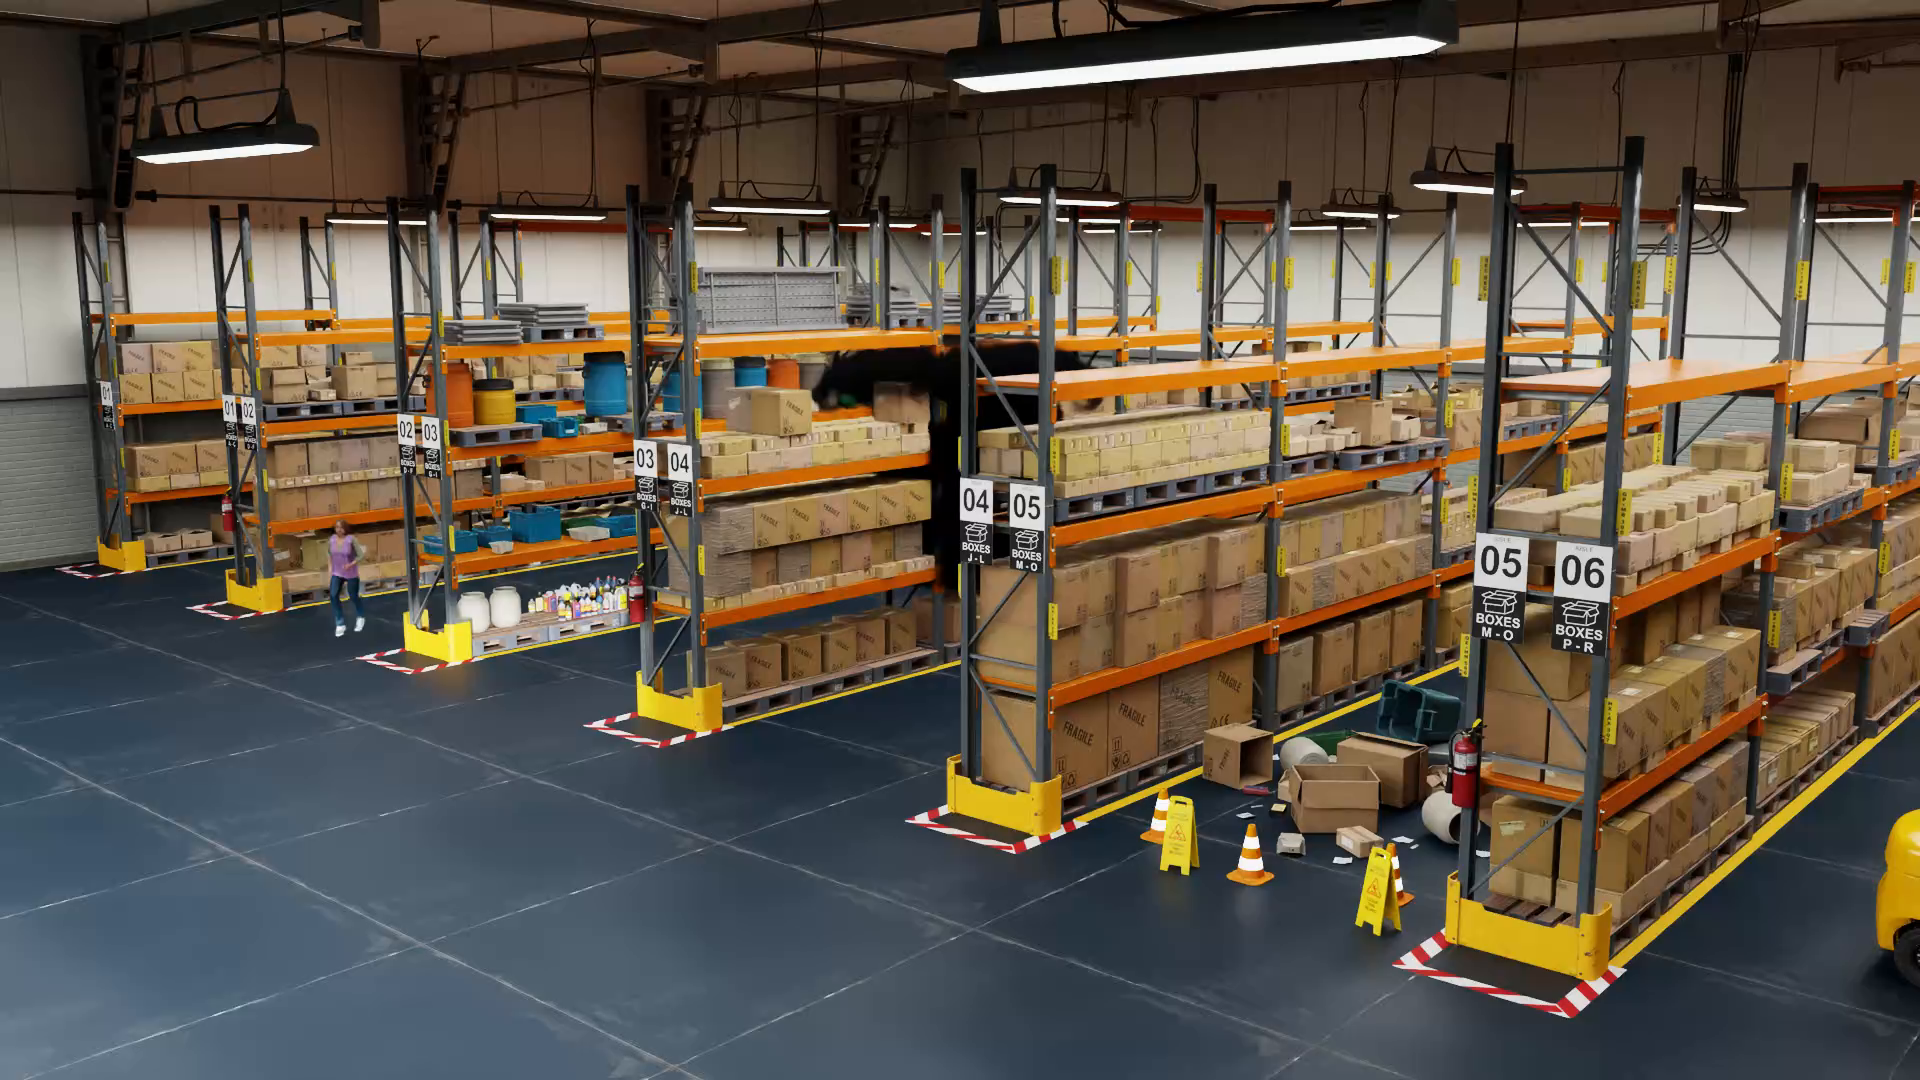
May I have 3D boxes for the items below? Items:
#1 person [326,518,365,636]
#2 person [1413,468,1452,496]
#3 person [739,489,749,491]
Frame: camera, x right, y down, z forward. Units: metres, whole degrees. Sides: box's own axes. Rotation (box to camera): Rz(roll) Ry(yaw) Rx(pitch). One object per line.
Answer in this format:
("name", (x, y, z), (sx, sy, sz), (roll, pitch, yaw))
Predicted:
("person", (-8.231, 0.491, 22.293), (0.554, 1.557, 0.767), (0, 9, -2))
("person", (8.439, -0.593, 29.803), (0.582, 1.695, 0.854), (8, 12, 38))
("person", (-3.852, -0.704, 29.474), (0.568, 1.562, 0.719), (5, 11, 26))
